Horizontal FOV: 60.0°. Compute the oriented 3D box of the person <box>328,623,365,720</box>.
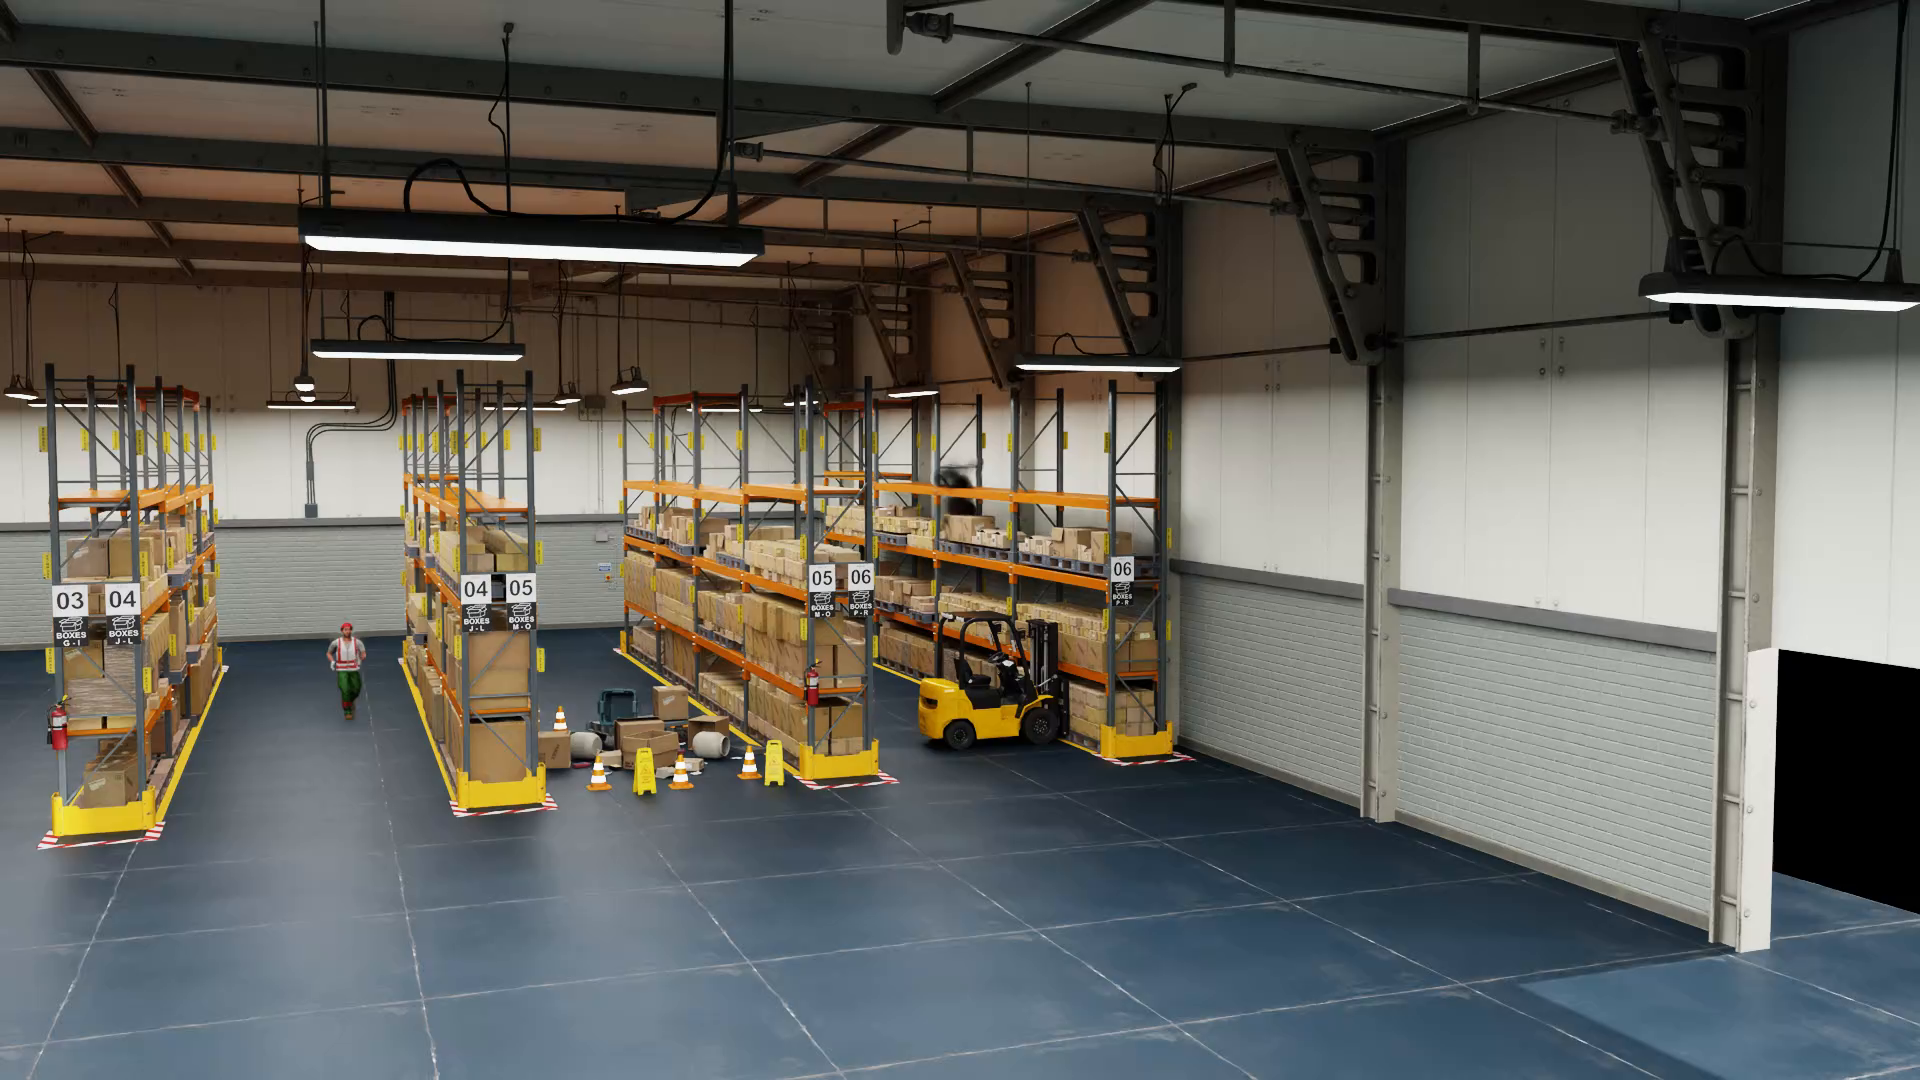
[{"bbox_3d":[-11.107,2.367,30.153,0.630,1.748,0.780,-2,4,-27],"label":"person"}]
